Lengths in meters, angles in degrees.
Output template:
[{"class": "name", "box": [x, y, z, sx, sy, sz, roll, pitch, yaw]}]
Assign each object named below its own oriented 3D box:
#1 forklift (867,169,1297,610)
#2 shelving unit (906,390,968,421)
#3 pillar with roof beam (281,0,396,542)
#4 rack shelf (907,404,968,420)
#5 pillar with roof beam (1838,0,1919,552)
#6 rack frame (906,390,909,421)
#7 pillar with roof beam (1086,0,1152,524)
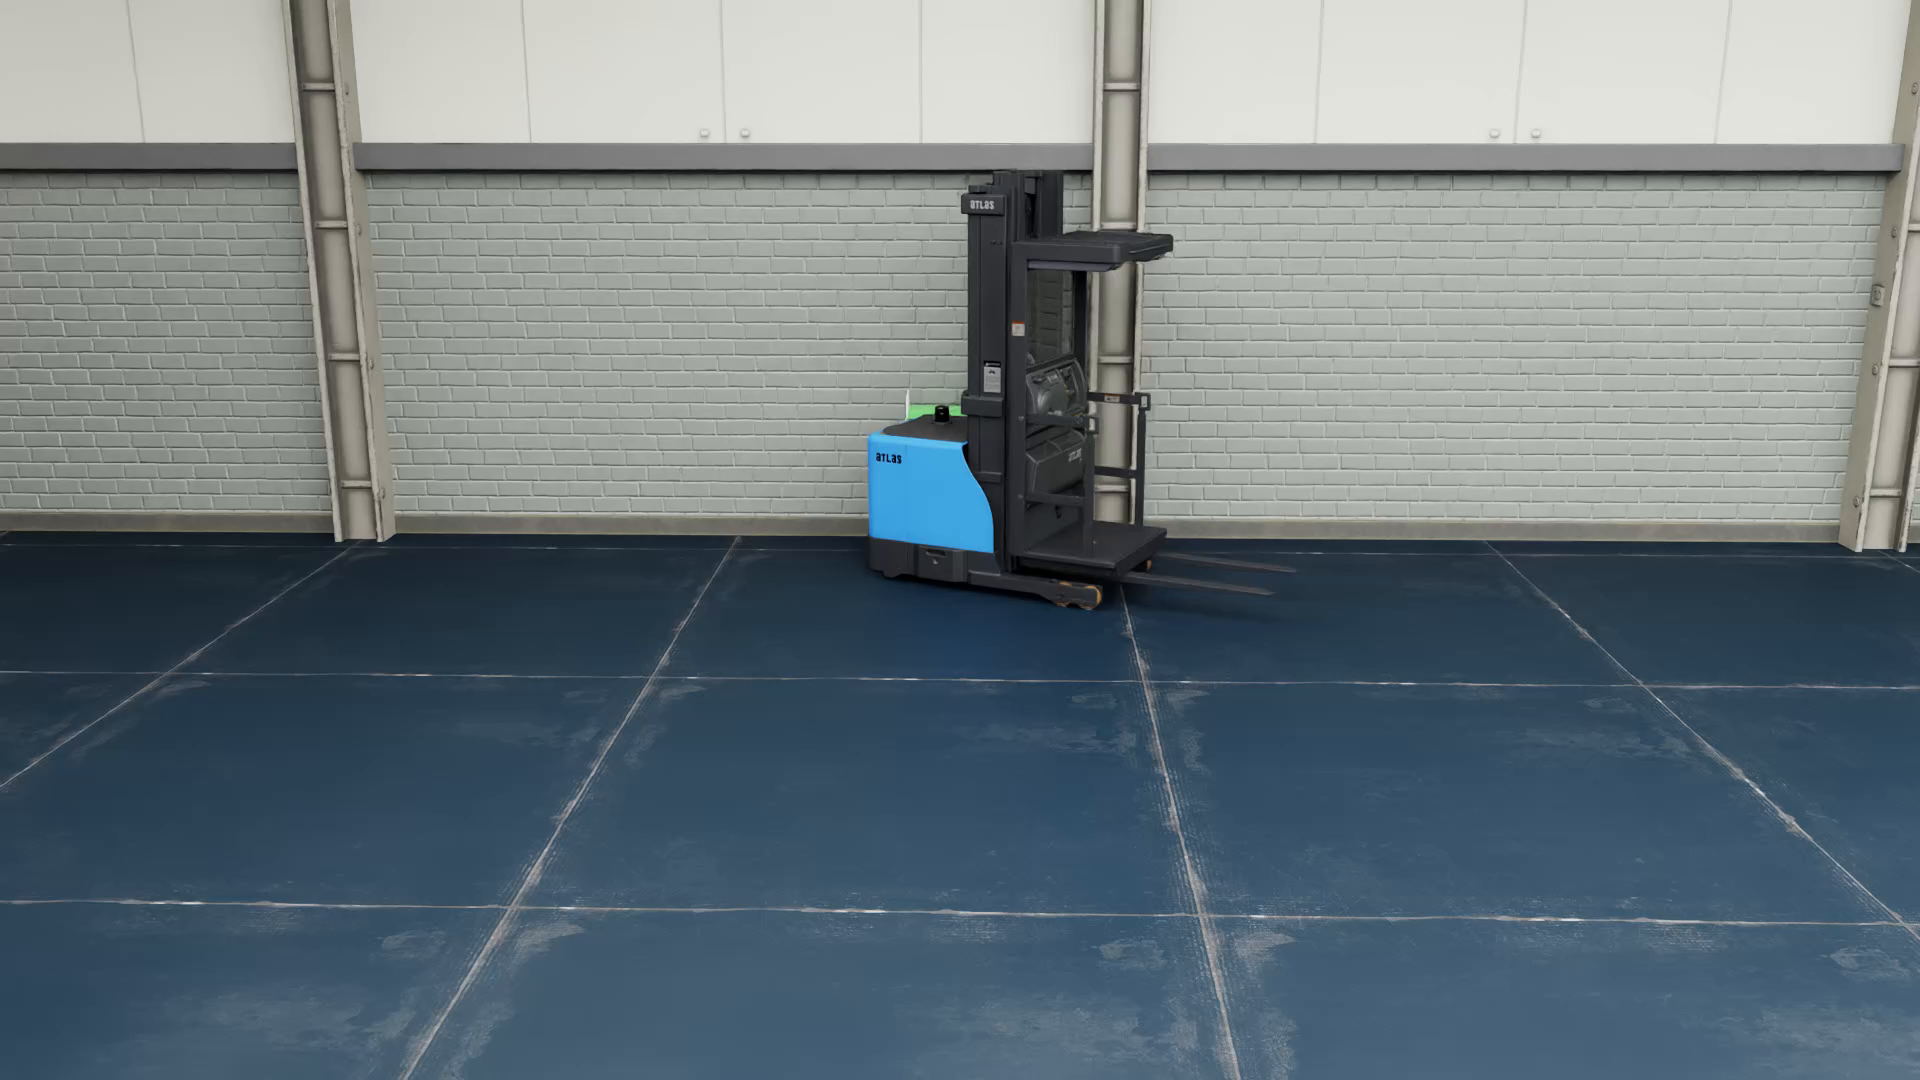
[{"class": "forklift", "box": [0.865, -1.088, 11.717, 3.031, 2.935, 1.130, 7, 16, 26]}, {"class": "shelving unit", "box": [-0.166, -0.569, 13.142, 0.503, 1.200, 0.258, 0, 15, 1]}, {"class": "pillar with roof beam", "box": [-4.909, -3.279, 8.129, 0.400, 9.000, 9.100, 0, 15, 1]}, {"class": "rack shelf", "box": [-0.166, -0.971, 13.037, 0.480, 0.148, 0.258, 0, 15, 1]}, {"class": "pillar with roof beam", "box": [7.087, -3.201, 7.833, 0.400, 9.000, 9.100, 0, 15, 1]}, {"class": "rack frame", "box": [-0.410, -0.570, 13.146, 0.015, 1.200, 0.240, 0, 15, 1]}, {"class": "pillar with roof beam", "box": [1.089, -3.240, 7.981, 0.400, 9.000, 9.100, 0, 15, 1]}]
